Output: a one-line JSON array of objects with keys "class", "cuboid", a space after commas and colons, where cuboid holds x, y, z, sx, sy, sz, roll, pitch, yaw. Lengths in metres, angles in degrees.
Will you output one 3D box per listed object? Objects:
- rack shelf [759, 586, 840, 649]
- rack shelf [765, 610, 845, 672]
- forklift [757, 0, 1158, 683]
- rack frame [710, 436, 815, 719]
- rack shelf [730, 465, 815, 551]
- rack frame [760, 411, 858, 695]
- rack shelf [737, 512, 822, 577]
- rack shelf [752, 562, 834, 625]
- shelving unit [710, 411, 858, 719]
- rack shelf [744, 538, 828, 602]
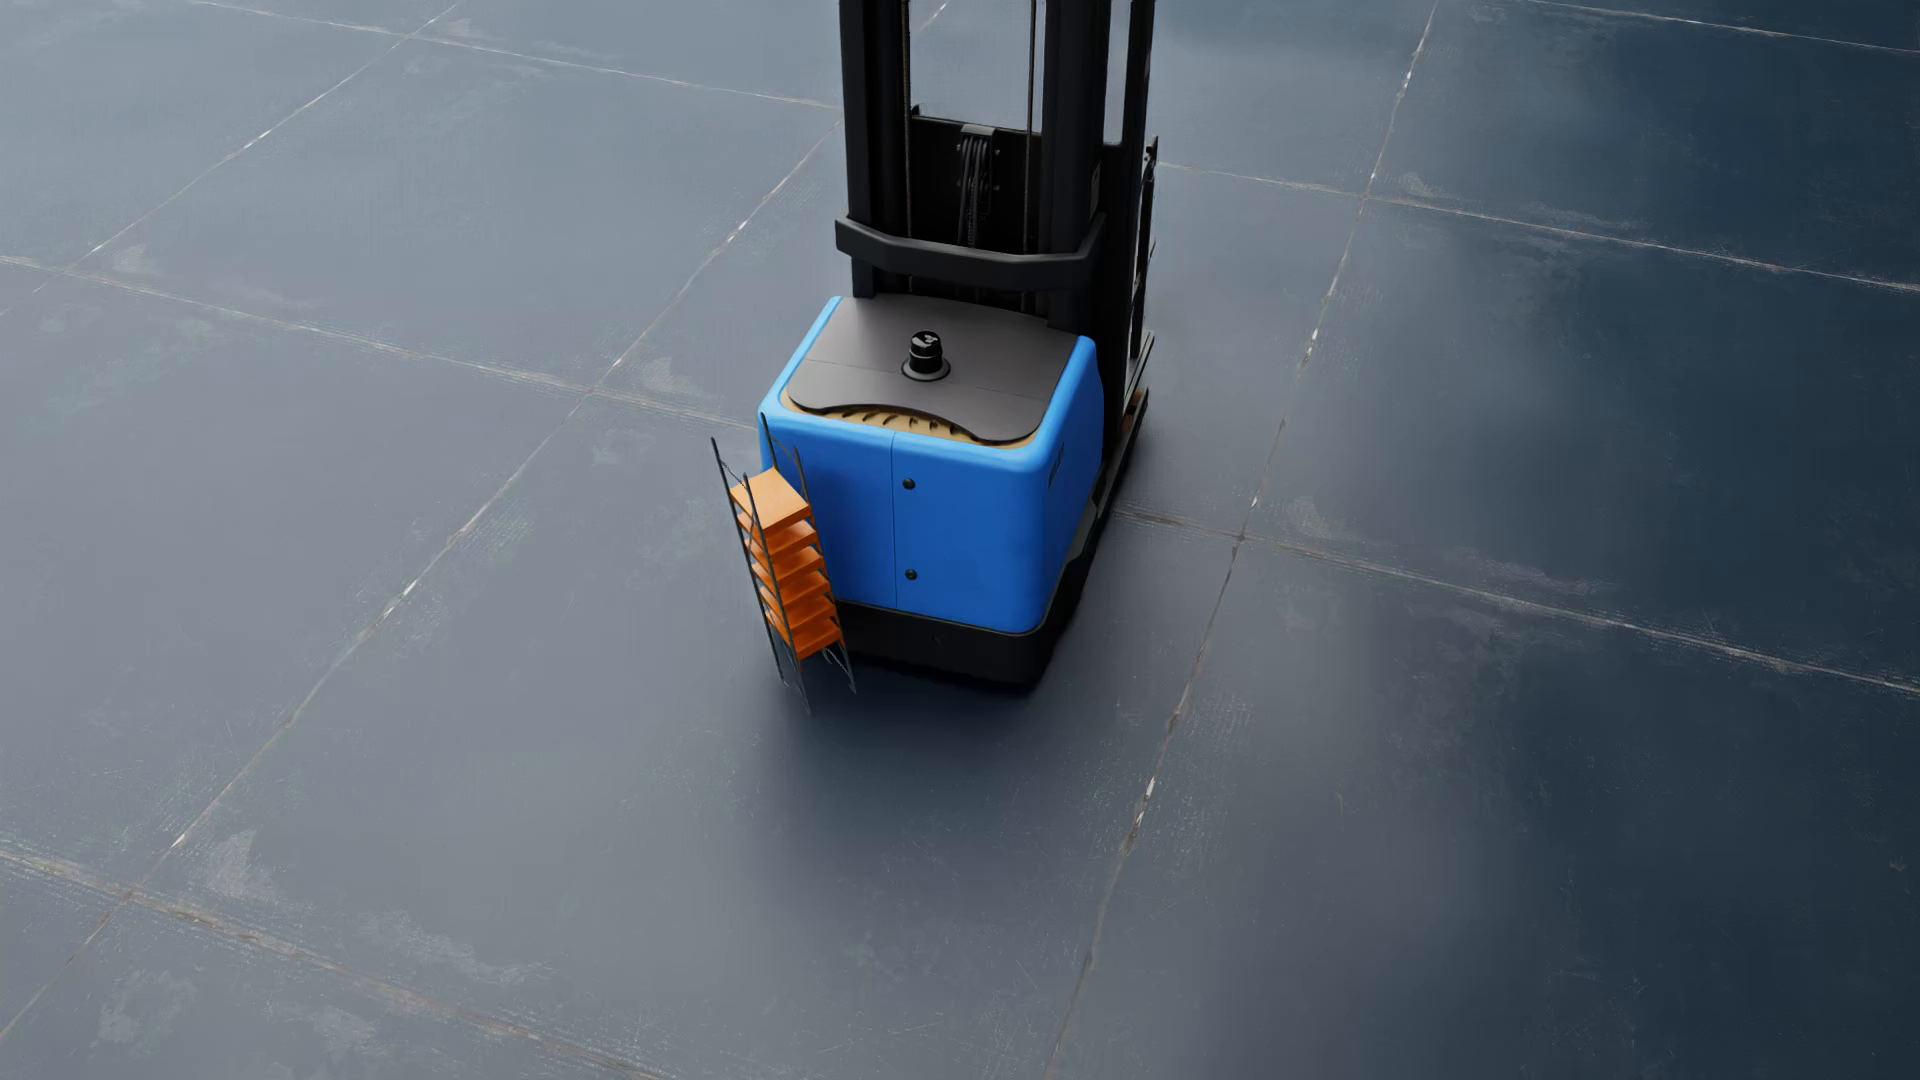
[{"class": "rack shelf", "cuboid": [-0.566, 0.232, 5.793, 0.180, 0.103, 0.258, -29, 48, -19]}, {"class": "rack shelf", "cuboid": [-0.552, 0.316, 5.877, 0.180, 0.103, 0.258, -29, 48, -19]}, {"class": "forklift", "cuboid": [0.201, -1.562, 6.322, 1.130, 2.935, 3.031, 11, 42, 12]}, {"class": "rack frame", "cuboid": [-0.660, 0.157, 5.648, 0.006, 1.200, 0.240, -29, 48, -19]}, {"class": "rack shelf", "cuboid": [-0.621, -0.107, 5.457, 0.180, 0.103, 0.258, -29, 48, -19]}, {"class": "rack frame", "cuboid": [-0.509, 0.074, 5.708, 0.006, 1.200, 0.240, -29, 48, -19]}, {"class": "rack shelf", "cuboid": [-0.607, -0.022, 5.541, 0.180, 0.103, 0.258, -29, 48, -19]}, {"class": "rack shelf", "cuboid": [-0.580, 0.147, 5.709, 0.180, 0.103, 0.258, -29, 48, -19]}, {"class": "shelving unit", "cuboid": [-0.585, 0.116, 5.678, 0.189, 1.200, 0.258, -29, 48, -19]}, {"class": "rack shelf", "cuboid": [-0.593, 0.062, 5.625, 0.180, 0.103, 0.258, -29, 48, -19]}]
